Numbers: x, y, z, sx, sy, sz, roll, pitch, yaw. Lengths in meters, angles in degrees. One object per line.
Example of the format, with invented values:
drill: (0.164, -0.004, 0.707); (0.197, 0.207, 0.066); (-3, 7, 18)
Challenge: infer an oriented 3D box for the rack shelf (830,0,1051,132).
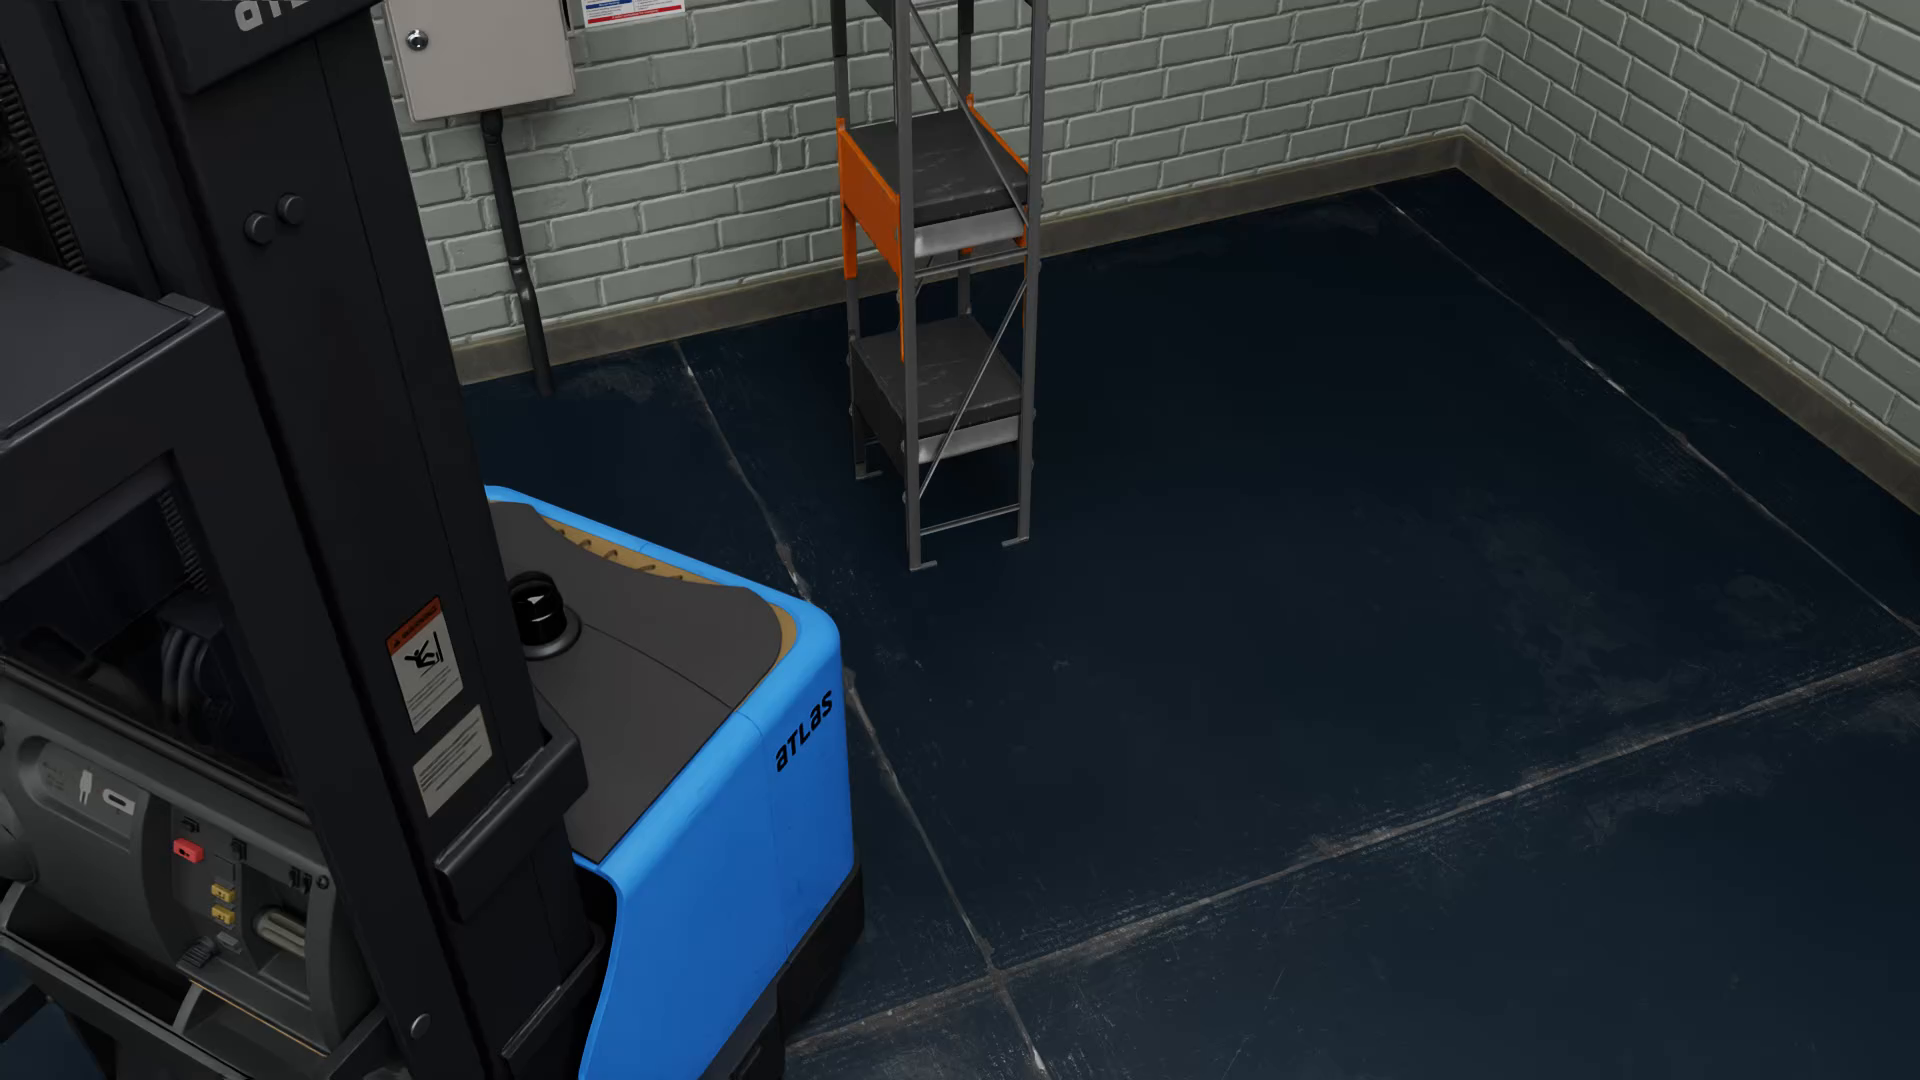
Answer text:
rack shelf: (-0.063, -1.416, 4.234); (0.431, 0.518, 0.480); (-15, 43, -17)

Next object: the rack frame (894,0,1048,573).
rack frame: (0.030, -0.749, 4.510); (0.400, 2.100, 0.015); (-15, 43, -17)

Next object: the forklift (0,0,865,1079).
forklift: (-1.376, 0.551, 2.361); (1.130, 2.935, 3.031); (19, 44, 21)

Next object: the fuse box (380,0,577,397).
fuse box: (-1.420, -1.160, 5.286); (0.539, 1.711, 0.414); (-15, 43, -17)

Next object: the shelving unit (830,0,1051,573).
shelving unit: (-0.063, -0.896, 4.681); (0.431, 2.100, 0.503); (-15, 43, -17)

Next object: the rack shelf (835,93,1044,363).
rack shelf: (-0.063, -0.885, 4.690); (0.431, 0.518, 0.480); (-15, 43, -17)

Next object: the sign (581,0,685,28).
sign: (-1.043, -1.860, 5.185); (0.329, 0.494, 0.001); (-15, 43, -17)

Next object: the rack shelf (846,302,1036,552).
rack shelf: (-0.063, -0.355, 5.147); (0.431, 0.518, 0.480); (-15, 43, -17)

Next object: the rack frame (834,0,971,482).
rack frame: (-0.157, -1.043, 4.852); (0.400, 2.100, 0.015); (-15, 43, -17)
